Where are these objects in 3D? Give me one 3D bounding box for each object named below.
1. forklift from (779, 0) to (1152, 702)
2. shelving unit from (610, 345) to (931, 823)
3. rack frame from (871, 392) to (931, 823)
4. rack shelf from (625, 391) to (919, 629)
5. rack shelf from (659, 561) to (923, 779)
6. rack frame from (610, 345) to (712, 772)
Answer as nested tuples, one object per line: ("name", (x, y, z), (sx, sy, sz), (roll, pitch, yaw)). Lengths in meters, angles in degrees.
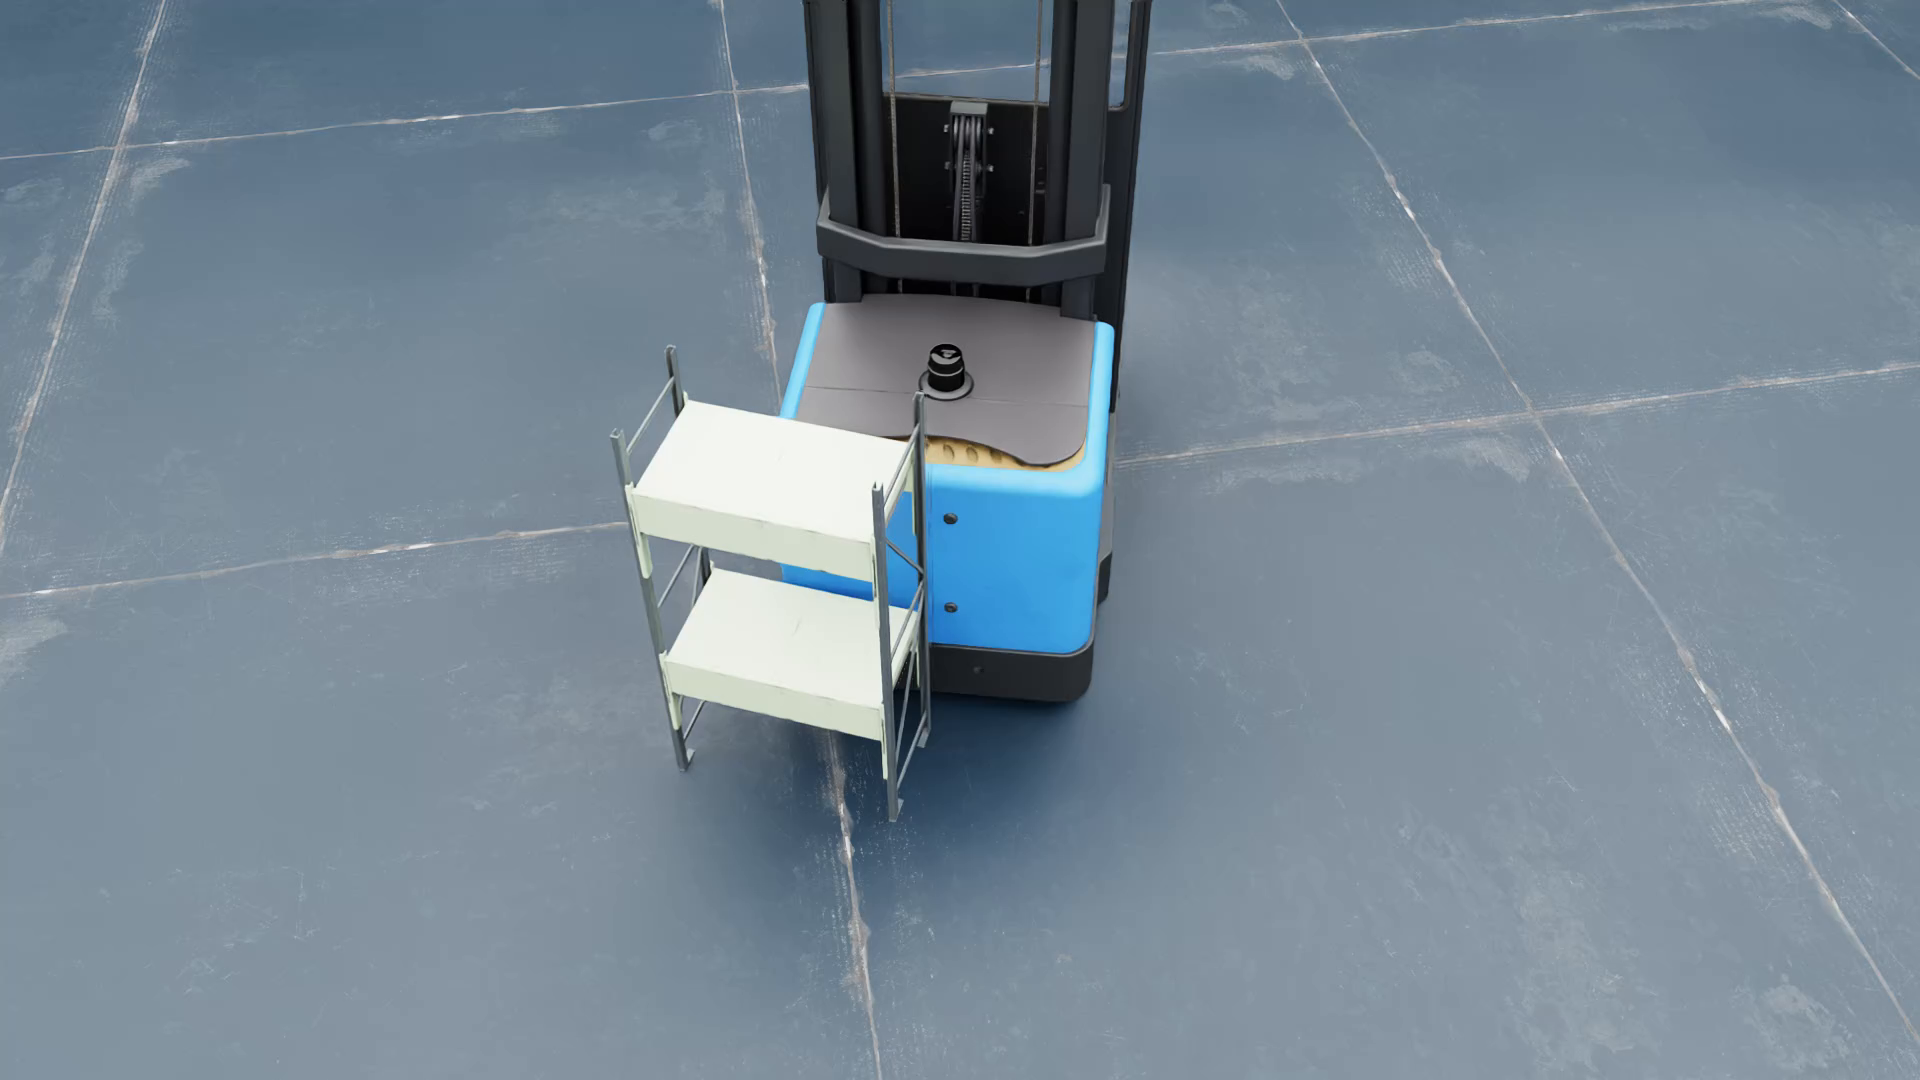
("forklift", (0.080, -1.536, 5.695), (1.130, 2.935, 3.031), (5, 46, 4))
("shelving unit", (-0.516, 0.181, 5.034), (0.755, 1.500, 0.431), (12, 47, 11))
("rack frame", (-0.164, 0.254, 4.964), (0.023, 1.500, 0.400), (12, 47, 11))
("rack shelf", (-0.516, -0.090, 4.753), (0.720, 0.370, 0.431), (12, 47, 11))
("rack shelf", (-0.516, 0.407, 5.269), (0.720, 0.370, 0.431), (12, 47, 11))
("rack frame", (-0.868, 0.108, 5.104), (0.023, 1.500, 0.400), (12, 47, 11))
